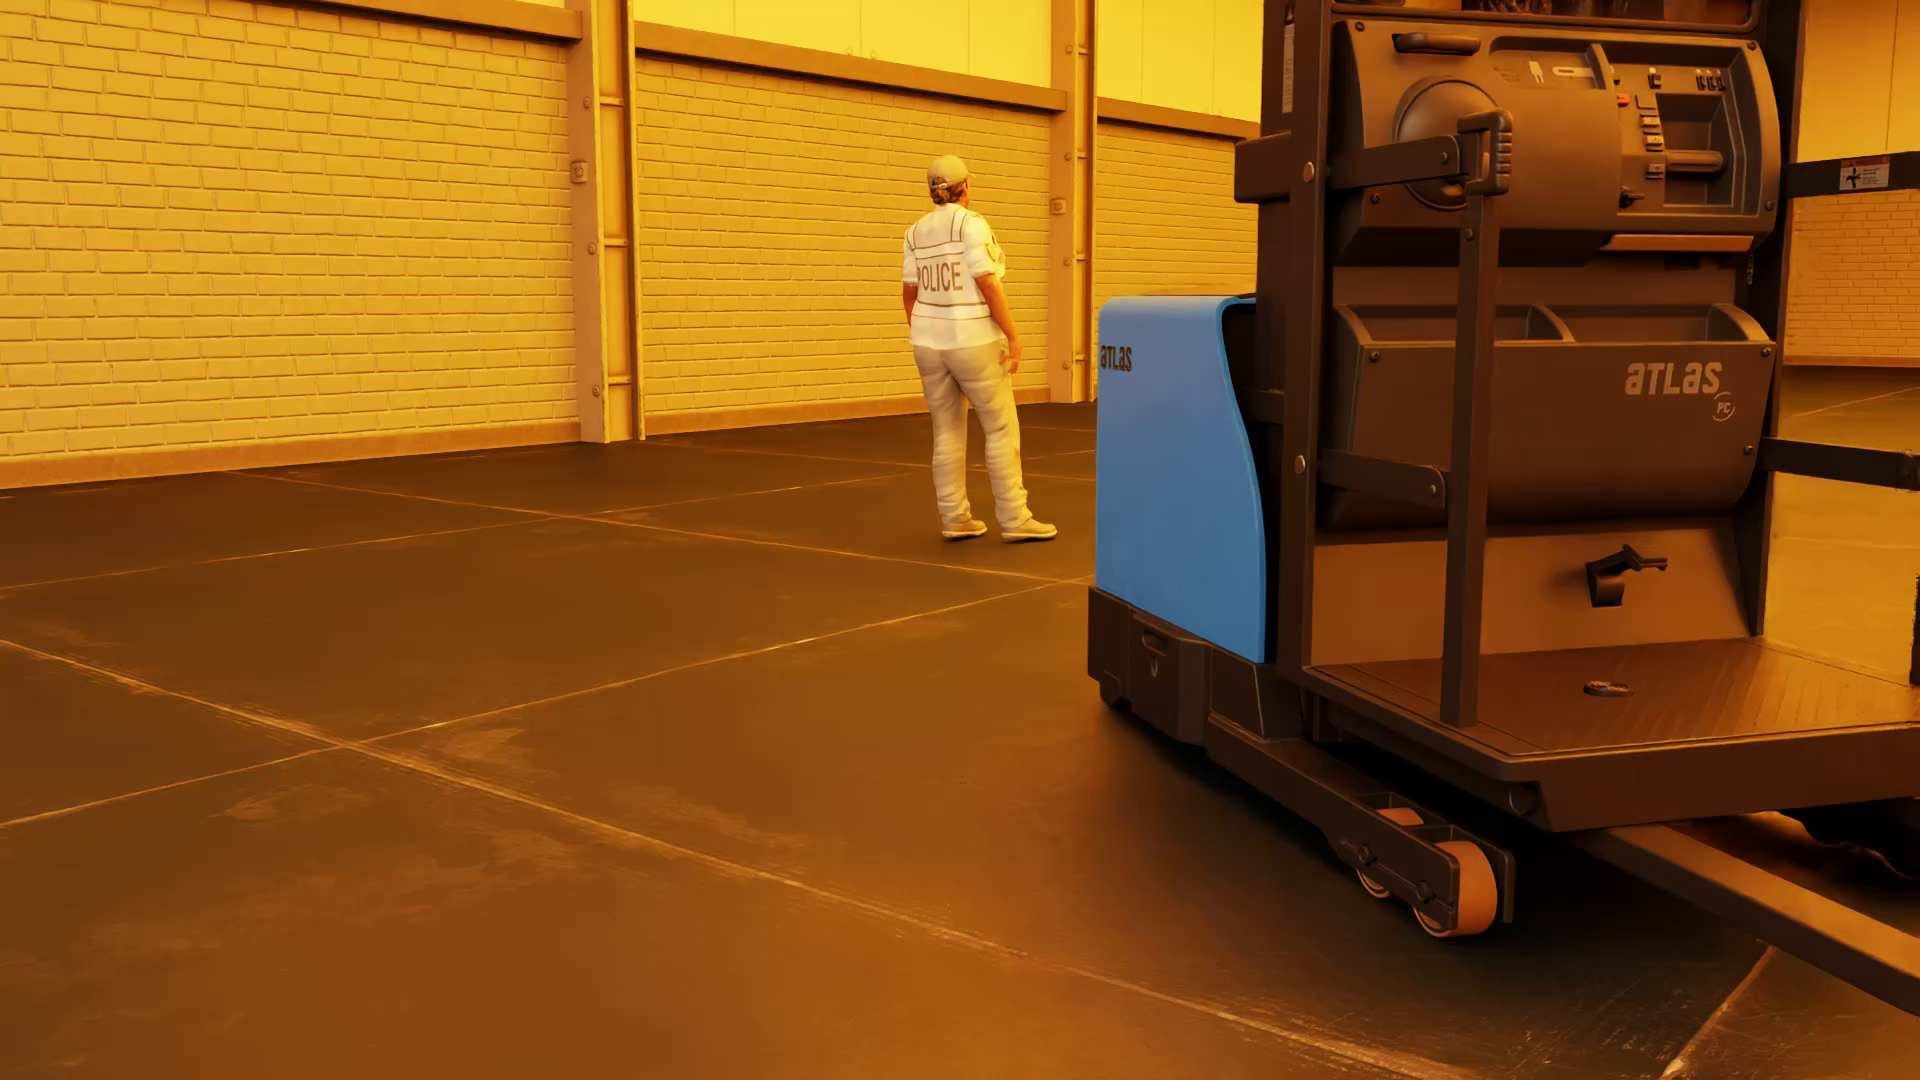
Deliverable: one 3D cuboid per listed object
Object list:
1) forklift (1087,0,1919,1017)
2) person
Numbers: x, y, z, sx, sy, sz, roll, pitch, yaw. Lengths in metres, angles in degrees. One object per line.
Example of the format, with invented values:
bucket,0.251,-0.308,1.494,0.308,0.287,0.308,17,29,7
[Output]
forklift,1.238,-0.840,3.023,1.130,2.935,3.031,-2,9,-16
person,0.066,-0.839,7.328,0.598,1.670,0.529,7,11,38
